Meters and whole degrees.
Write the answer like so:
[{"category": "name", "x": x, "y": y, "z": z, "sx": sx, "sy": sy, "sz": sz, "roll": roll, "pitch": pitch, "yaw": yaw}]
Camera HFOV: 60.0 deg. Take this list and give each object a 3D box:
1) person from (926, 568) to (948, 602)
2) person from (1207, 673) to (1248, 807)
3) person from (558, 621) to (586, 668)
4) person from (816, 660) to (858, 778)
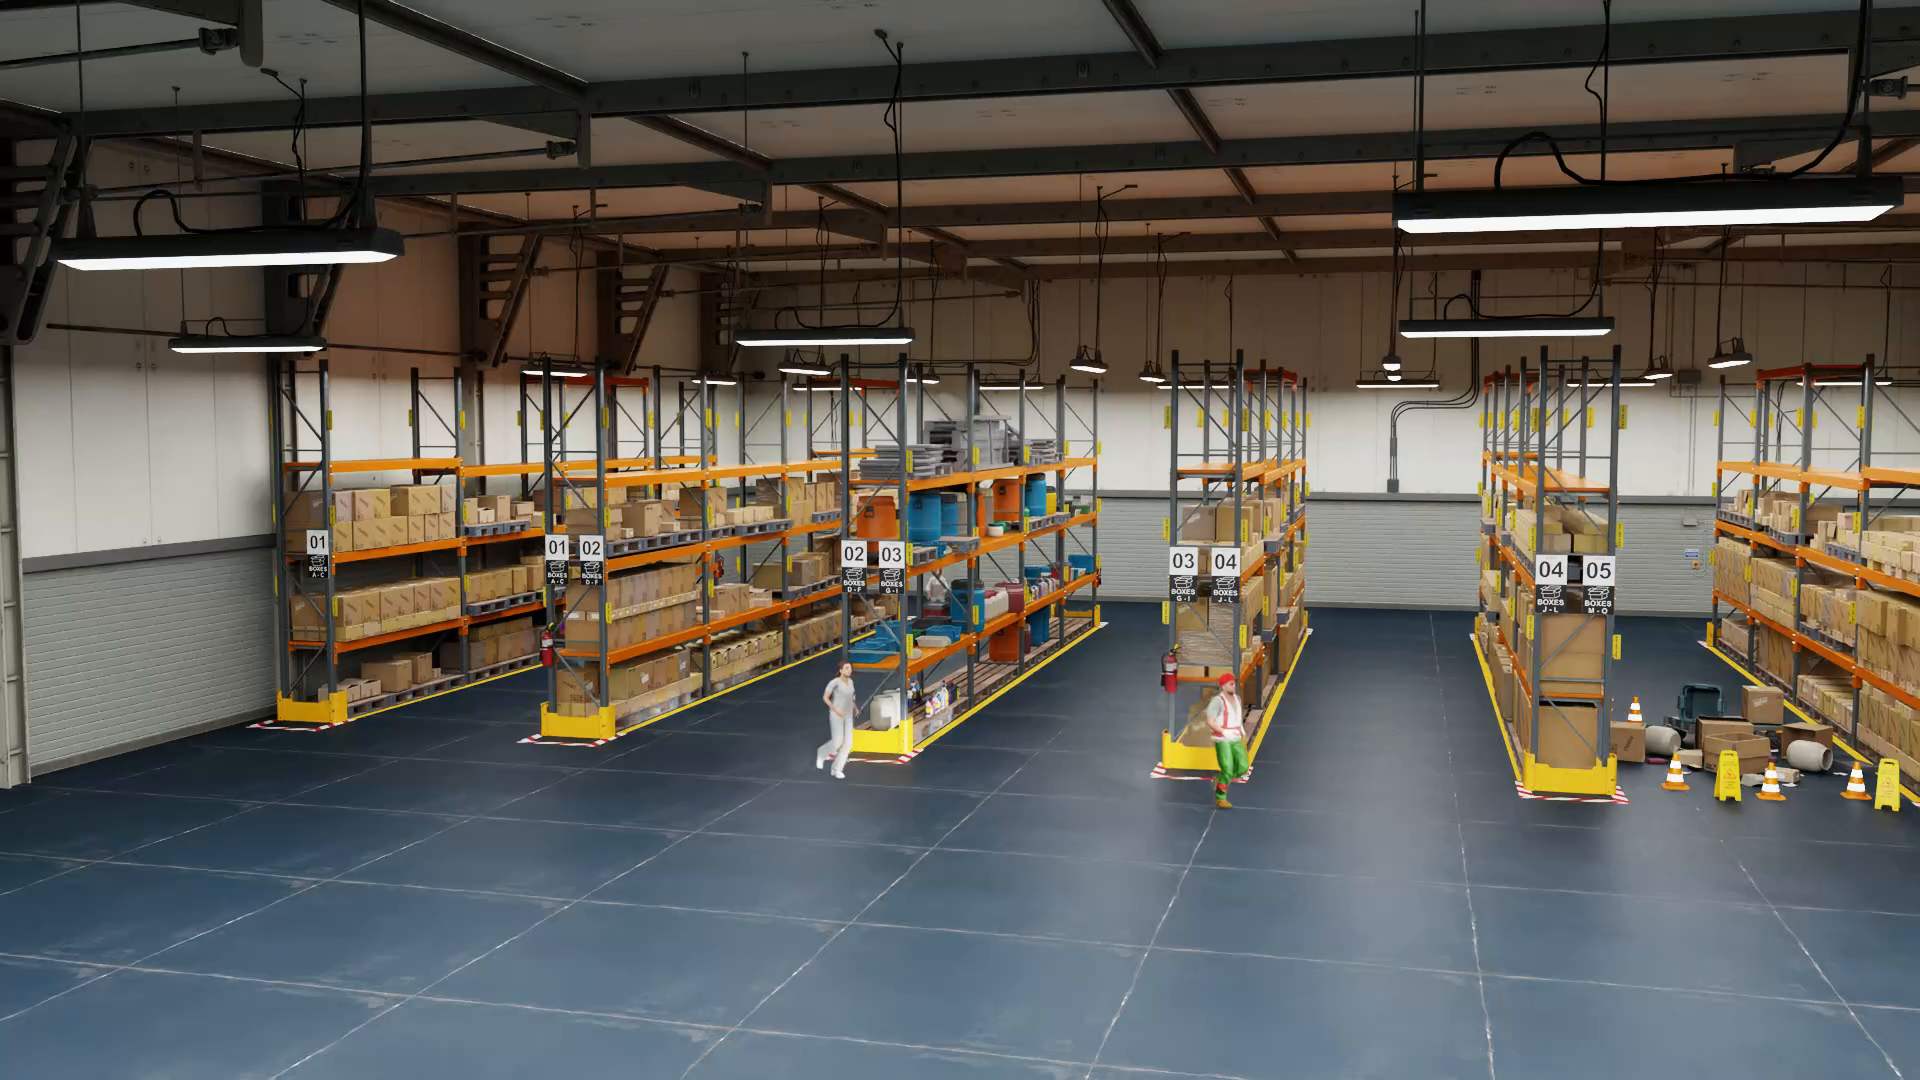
[{"category": "person", "x": -0.544, "y": 1.407, "z": 39.301, "sx": 0.533, "sy": 1.553, "sz": 0.545, "roll": 0, "pitch": 4, "yaw": 2}, {"category": "person", "x": 3.475, "y": 2.583, "z": 21.515, "sx": 0.696, "sy": 1.737, "sz": 0.623, "roll": -3, "pitch": 5, "yaw": -37}, {"category": "person", "x": -6.892, "y": 1.946, "z": 29.995, "sx": 0.683, "sy": 1.808, "sz": 0.844, "roll": 0, "pitch": 4, "yaw": 2}, {"category": "person", "x": -1.707, "y": 2.502, "z": 23.545, "sx": 0.660, "sy": 1.630, "sz": 0.603, "roll": 4, "pitch": 6, "yaw": 44}]
